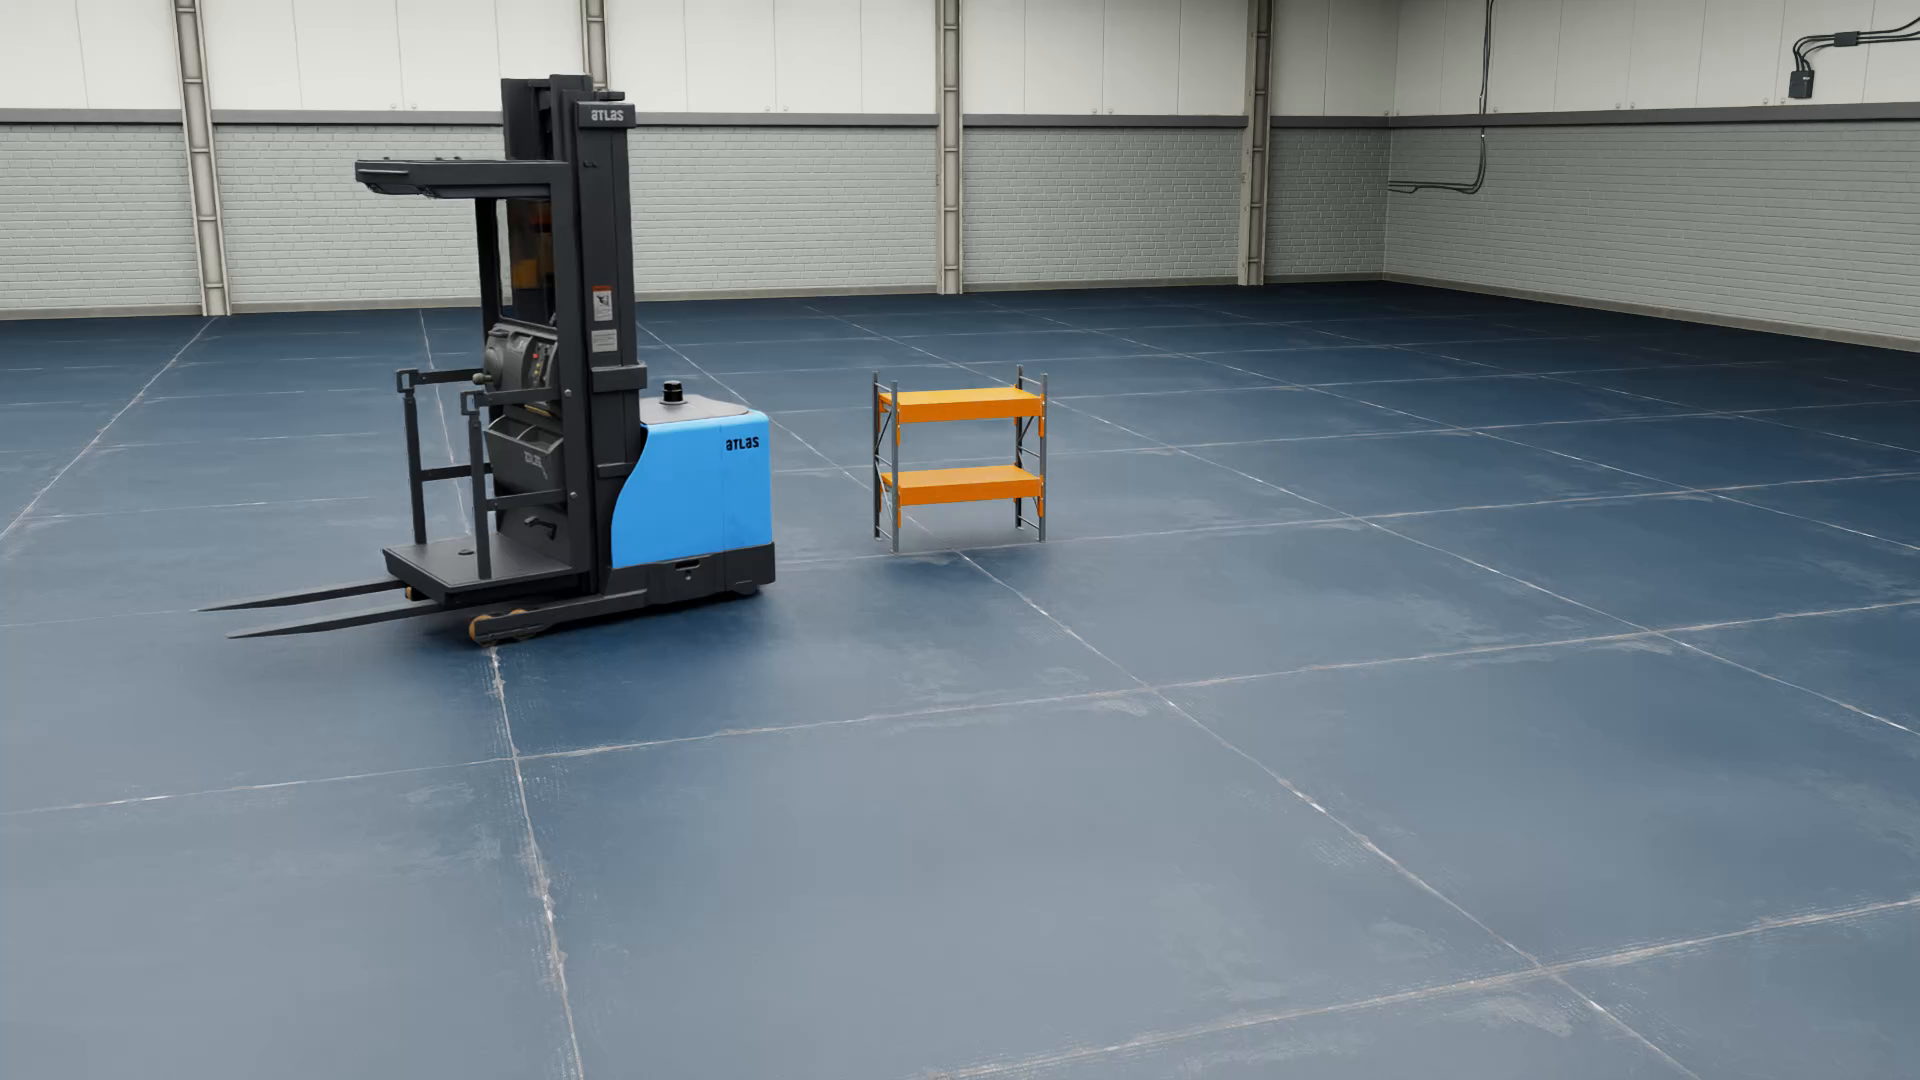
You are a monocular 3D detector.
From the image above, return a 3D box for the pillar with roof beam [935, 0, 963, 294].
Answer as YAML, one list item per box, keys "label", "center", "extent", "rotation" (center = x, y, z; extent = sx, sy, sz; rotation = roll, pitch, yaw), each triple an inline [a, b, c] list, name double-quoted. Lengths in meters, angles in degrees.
- label: "pillar with roof beam"
  center: [1.183, -7.830, 24.617]
  extent: [0.400, 9.000, 9.100]
  rotation: [-4, 14, -18]

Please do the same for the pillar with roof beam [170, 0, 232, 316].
- label: "pillar with roof beam"
  center: [-10.190, -6.945, 20.893]
  extent: [0.400, 9.000, 9.100]
  rotation: [-4, 14, -18]

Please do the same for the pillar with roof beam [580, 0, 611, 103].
- label: "pillar with roof beam"
  center: [-4.503, -7.388, 22.755]
  extent: [0.400, 9.000, 9.100]
  rotation: [-4, 14, -18]

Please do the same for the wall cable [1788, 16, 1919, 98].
- label: "wall cable"
  center: [11.724, -8.716, 20.991]
  extent: [0.169, 6.003, 2.305]
  rotation: [-4, 14, -18]

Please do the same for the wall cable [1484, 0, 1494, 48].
- label: "wall cable"
  center: [9.574, -9.498, 27.423]
  extent: [0.112, 2.526, 3.097]
  rotation: [-4, 14, -18]

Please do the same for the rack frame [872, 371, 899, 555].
- label: "rack frame"
  center: [-0.488, -0.509, 10.853]
  extent: [0.032, 1.125, 0.500]
  rotation: [-4, 14, -18]

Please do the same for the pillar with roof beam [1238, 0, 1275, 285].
- label: "pillar with roof beam"
  center: [6.870, -8.273, 26.478]
  extent: [0.400, 9.000, 9.100]
  rotation: [-4, 14, -18]

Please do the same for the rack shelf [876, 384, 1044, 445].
- label: "rack shelf"
  center: [-0.006, -0.831, 10.943]
  extent: [1.000, 0.278, 0.538]
  rotation: [-4, 14, -18]

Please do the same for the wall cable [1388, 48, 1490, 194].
- label: "wall cable"
  center: [8.711, -7.634, 30.502]
  extent: [0.112, 2.526, 3.097]
  rotation: [-4, 14, -18]

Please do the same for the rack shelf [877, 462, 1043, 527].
- label: "rack shelf"
  center: [-0.006, -0.309, 11.067]
  extent: [1.000, 0.278, 0.538]
  rotation: [-4, 14, -18]

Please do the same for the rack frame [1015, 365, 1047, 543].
- label: "rack frame"
  center: [0.475, -0.584, 11.168]
  extent: [0.032, 1.125, 0.500]
  rotation: [-4, 14, -18]

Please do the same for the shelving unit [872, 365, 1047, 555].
- label: "shelving unit"
  center: [-0.006, -0.547, 11.011]
  extent: [1.048, 1.125, 0.538]
  rotation: [-4, 14, -18]

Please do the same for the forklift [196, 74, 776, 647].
- label: "forklift"
  center: [-2.576, -1.001, 9.016]
  extent: [3.031, 2.935, 1.130]
  rotation: [-10, 16, -35]
